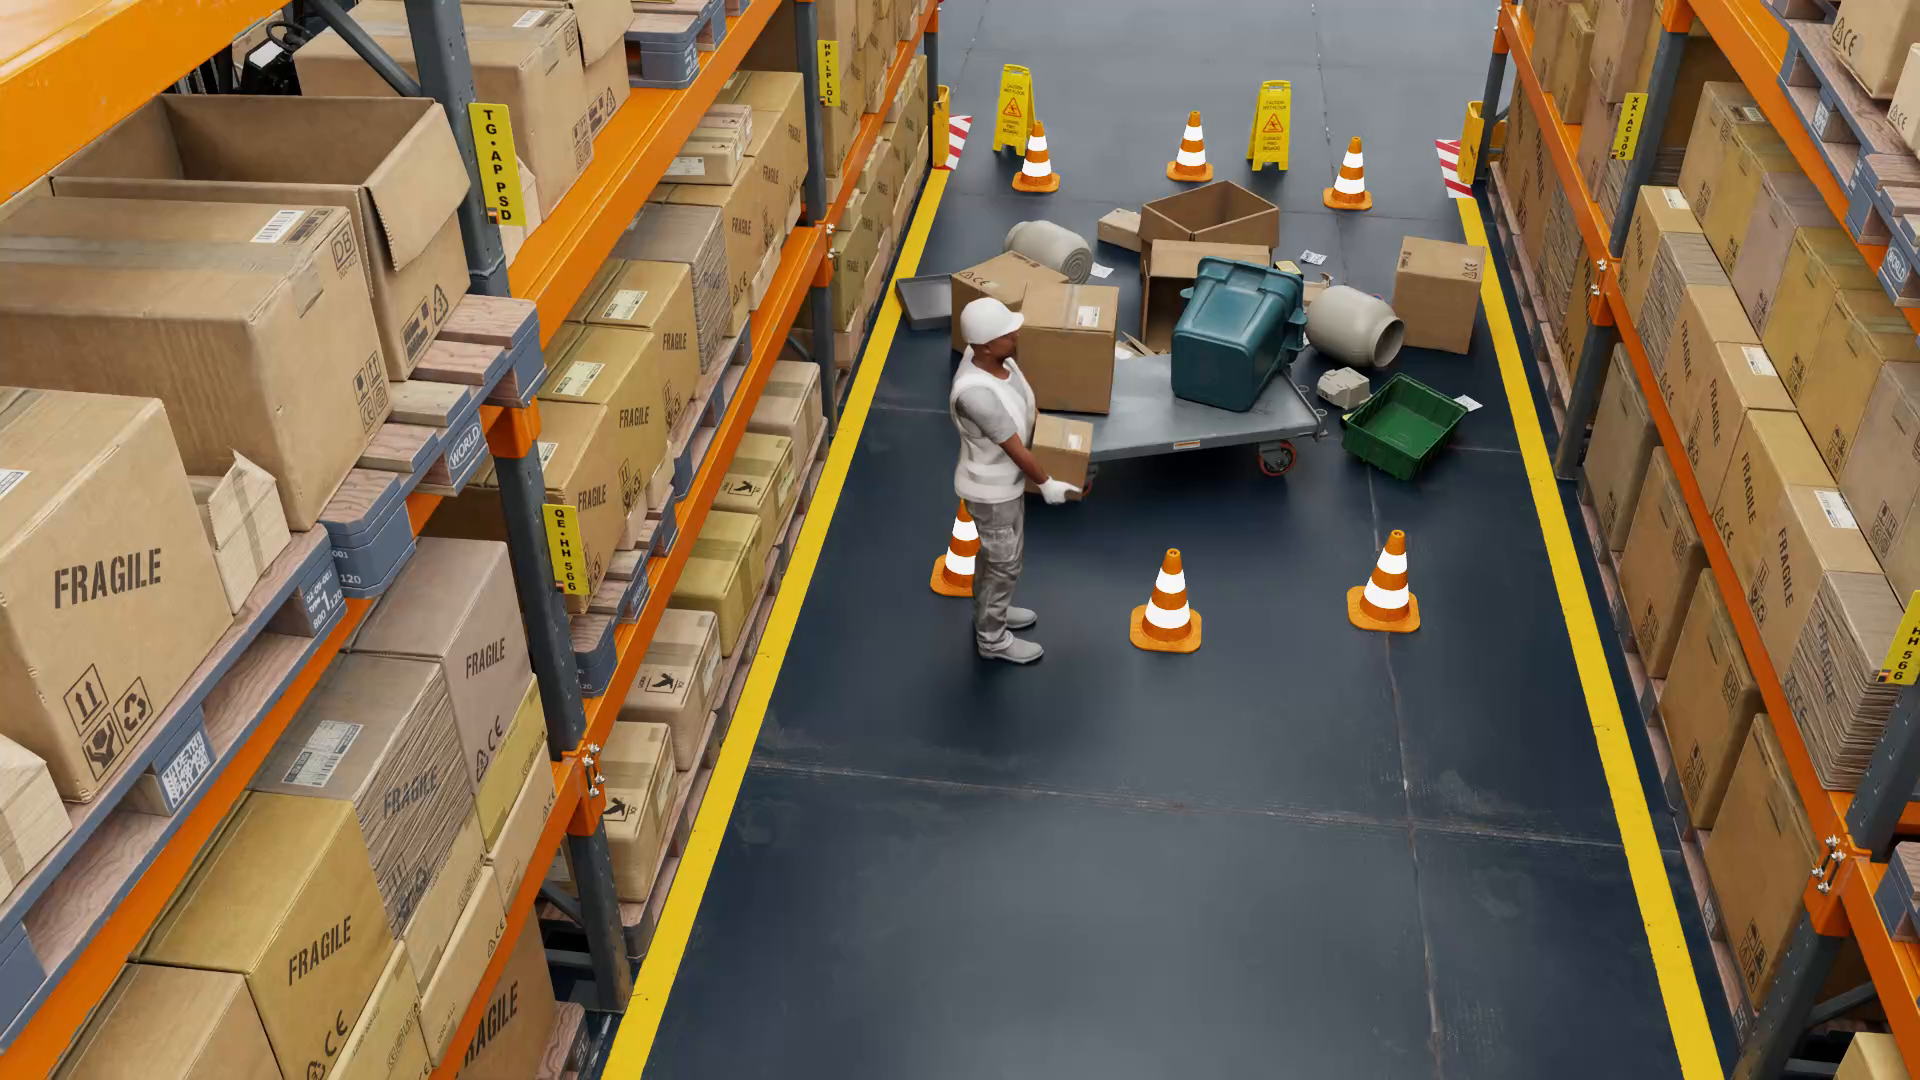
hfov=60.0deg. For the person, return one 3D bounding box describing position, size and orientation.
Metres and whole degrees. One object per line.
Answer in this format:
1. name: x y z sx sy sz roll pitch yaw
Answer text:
1. person: 0.259 -0.258 7.385 0.580 1.779 0.488 4 36 6
